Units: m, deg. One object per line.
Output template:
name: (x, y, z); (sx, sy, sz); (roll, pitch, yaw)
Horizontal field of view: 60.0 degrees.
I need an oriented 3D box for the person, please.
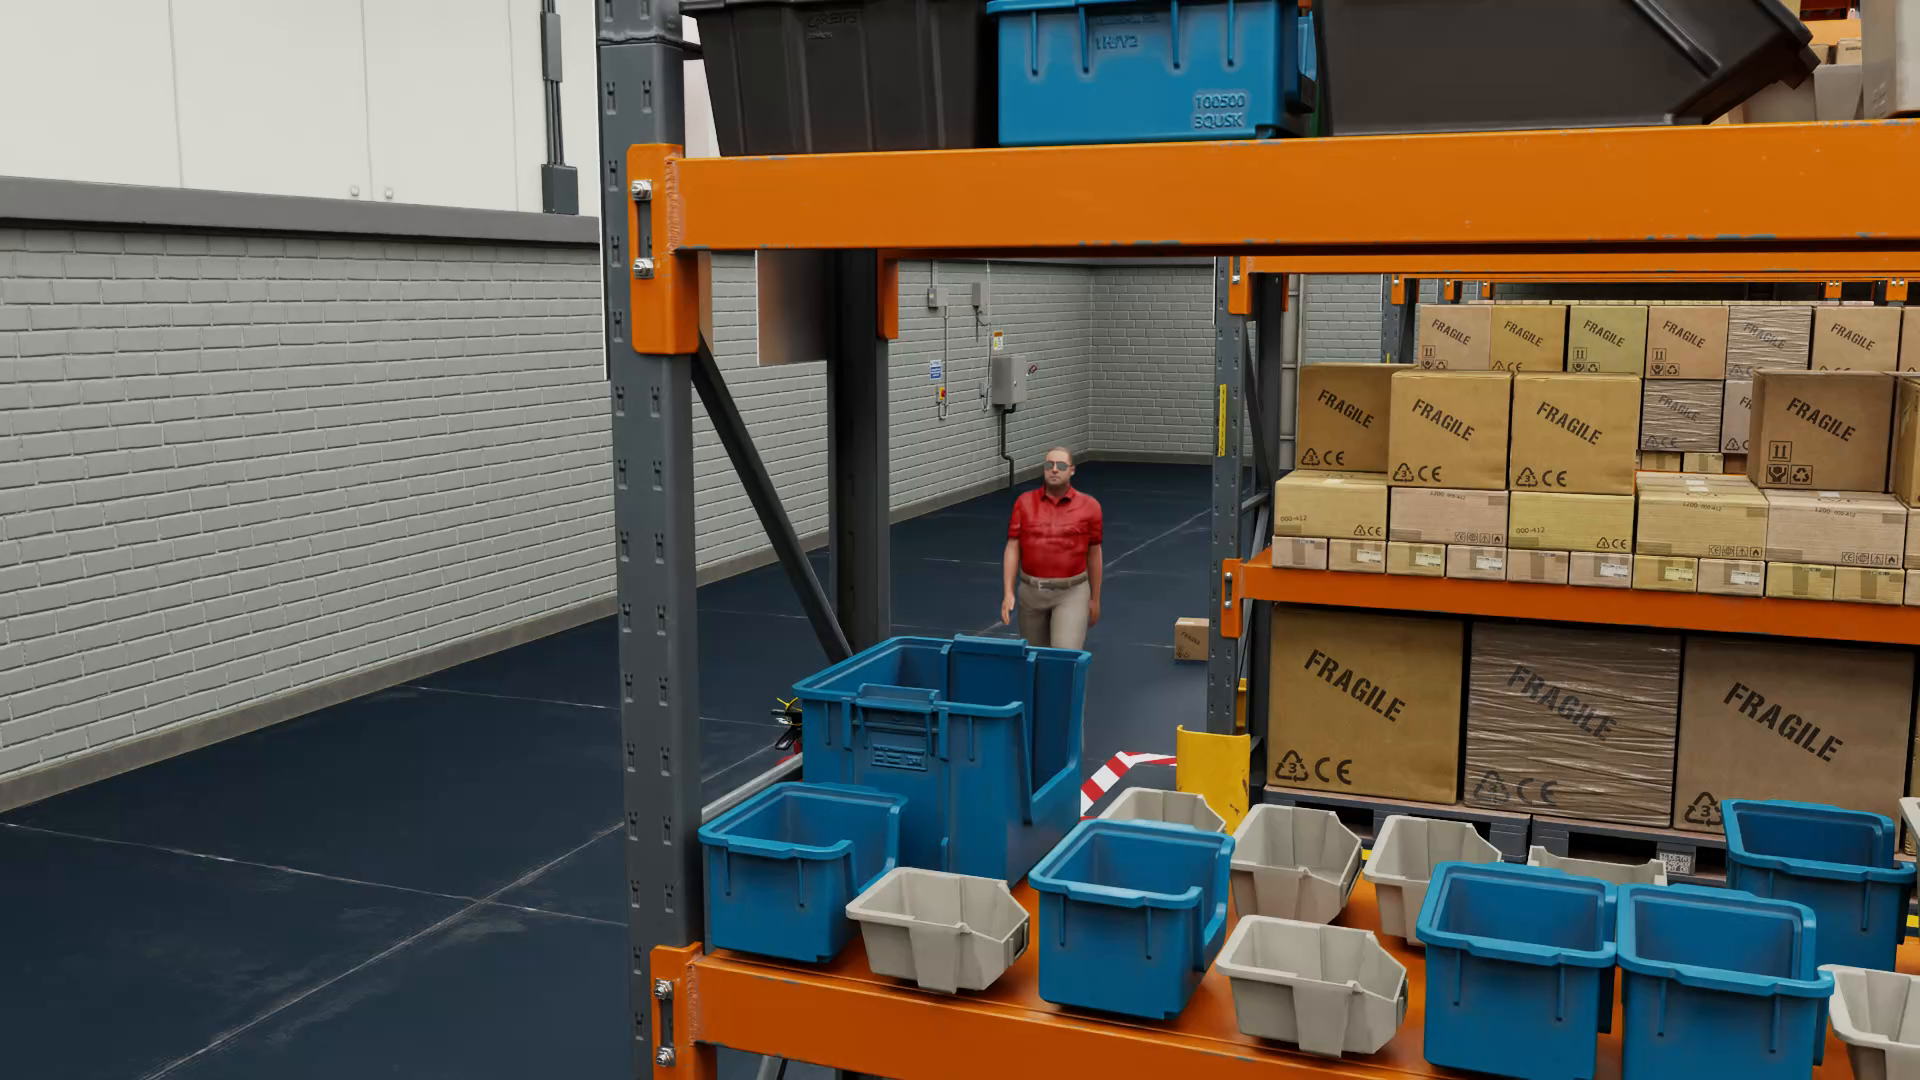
person: (0.512, 0.316, 9.310); (0.535, 1.678, 0.989); (2, 9, 15)
